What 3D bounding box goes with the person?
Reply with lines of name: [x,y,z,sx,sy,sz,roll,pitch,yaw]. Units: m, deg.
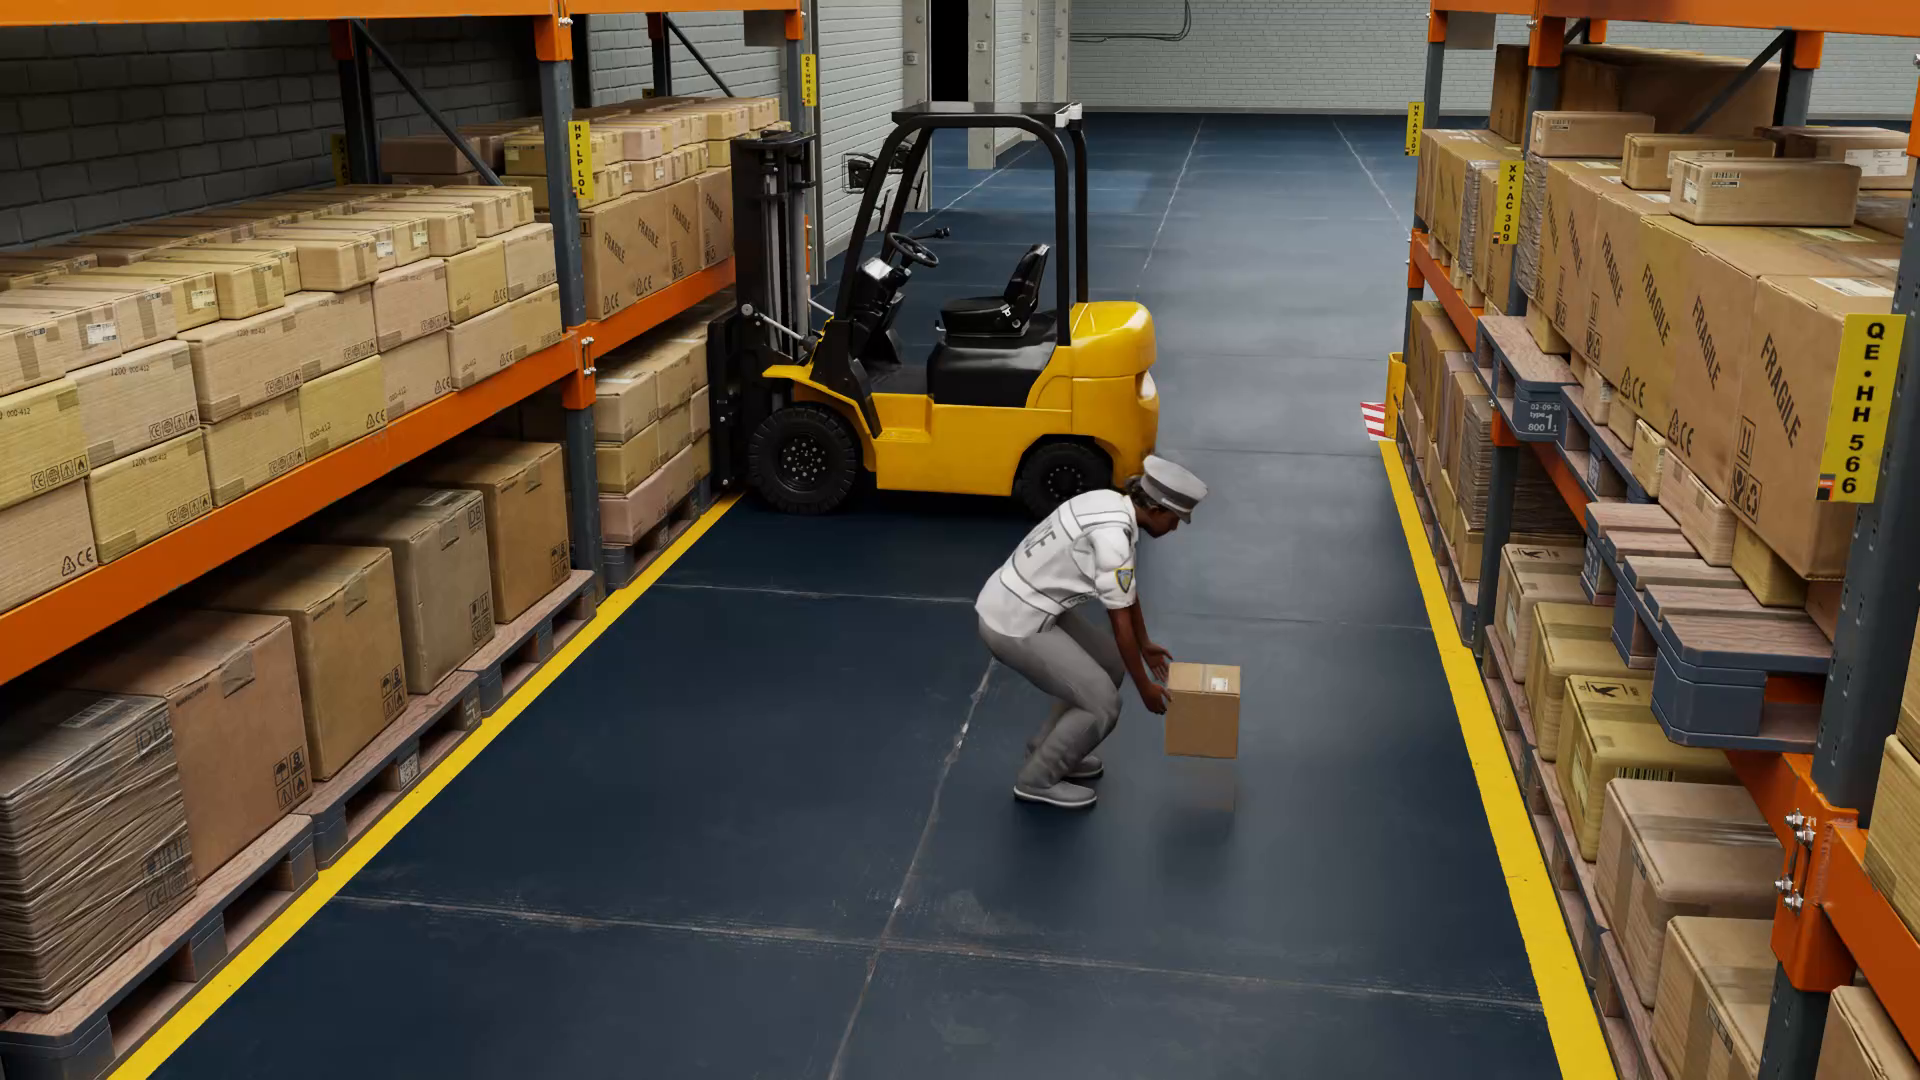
person: [0.497,0.140,5.793,0.703,0.879,0.493,3,18,9]
